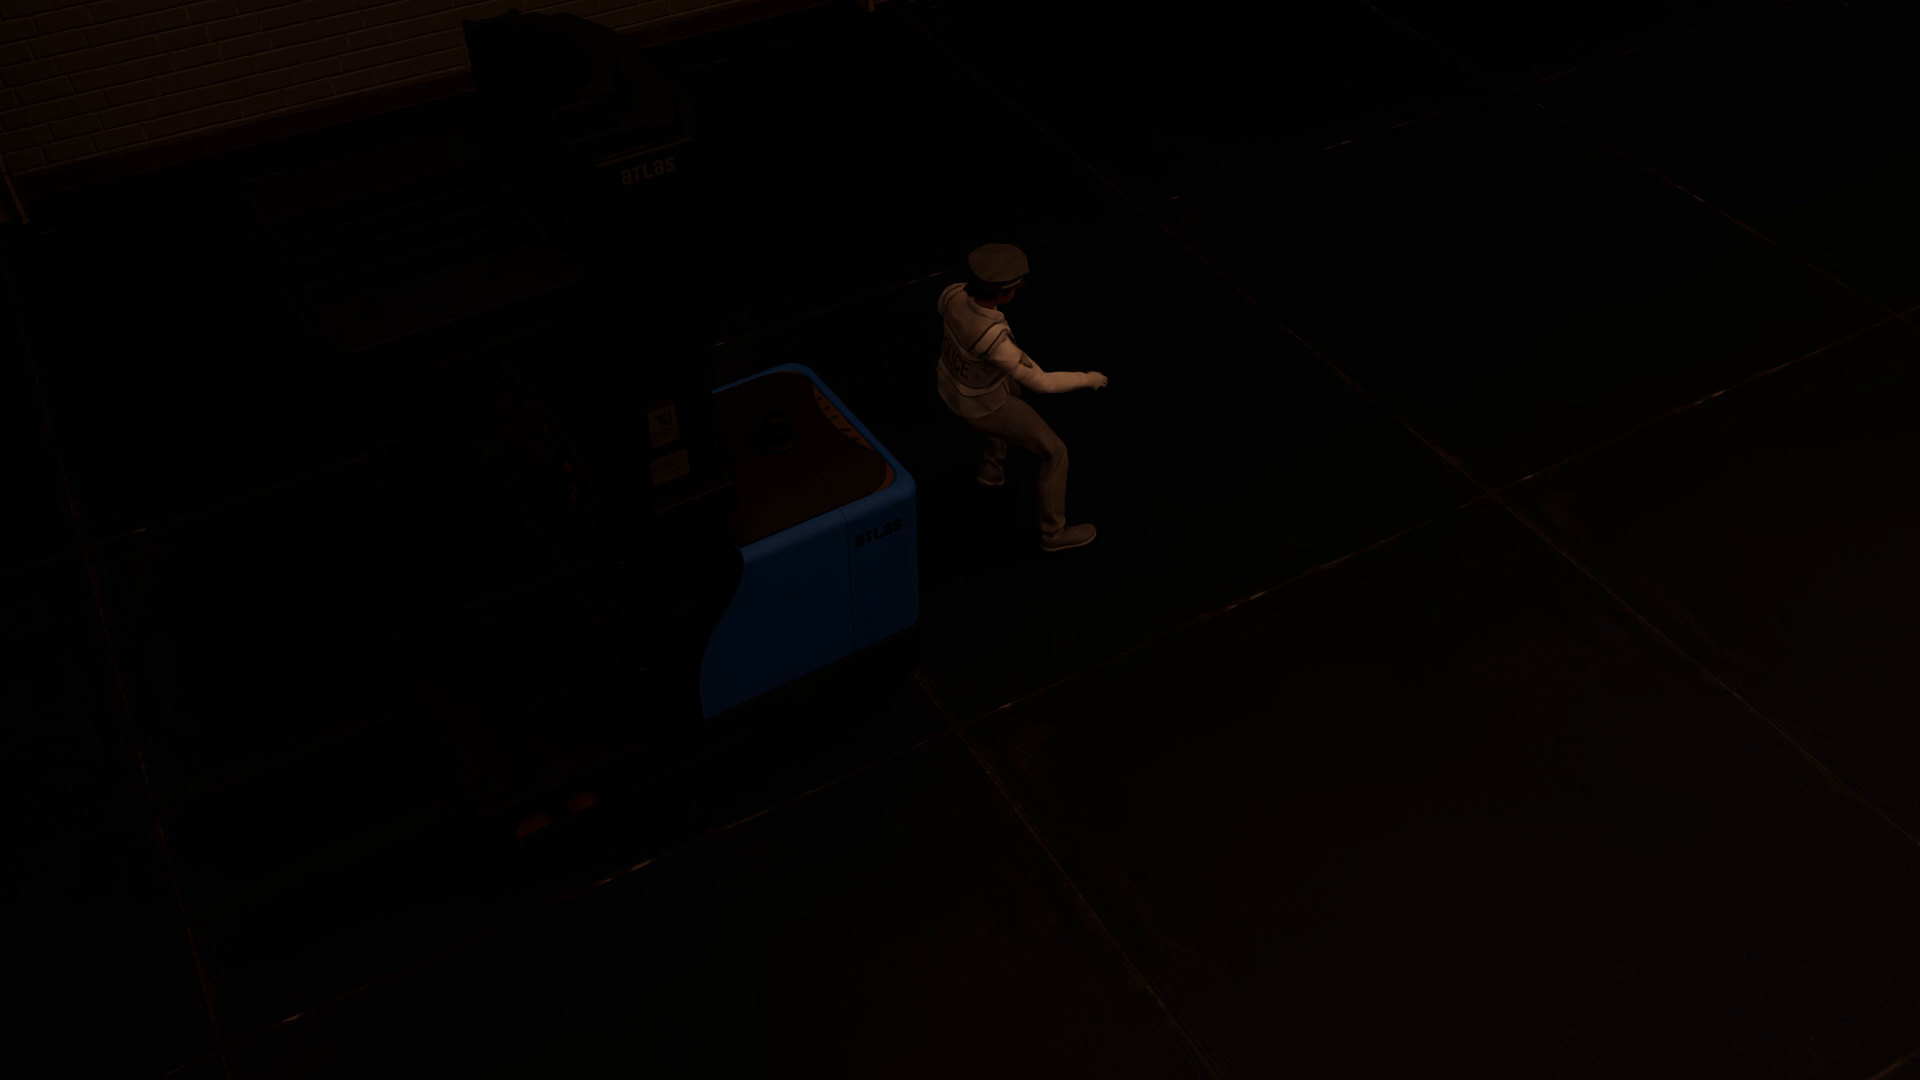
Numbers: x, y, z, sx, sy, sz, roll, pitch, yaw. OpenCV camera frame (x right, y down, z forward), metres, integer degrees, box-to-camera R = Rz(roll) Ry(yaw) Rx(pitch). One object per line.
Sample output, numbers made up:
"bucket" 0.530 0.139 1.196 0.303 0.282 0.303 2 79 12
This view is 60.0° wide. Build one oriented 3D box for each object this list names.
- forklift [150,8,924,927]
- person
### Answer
"forklift" -1.677 -0.255 5.973 3.031 2.935 1.130 -23 48 -23
"person" 0.261 -0.714 7.515 0.675 1.502 0.823 -20 47 -21
